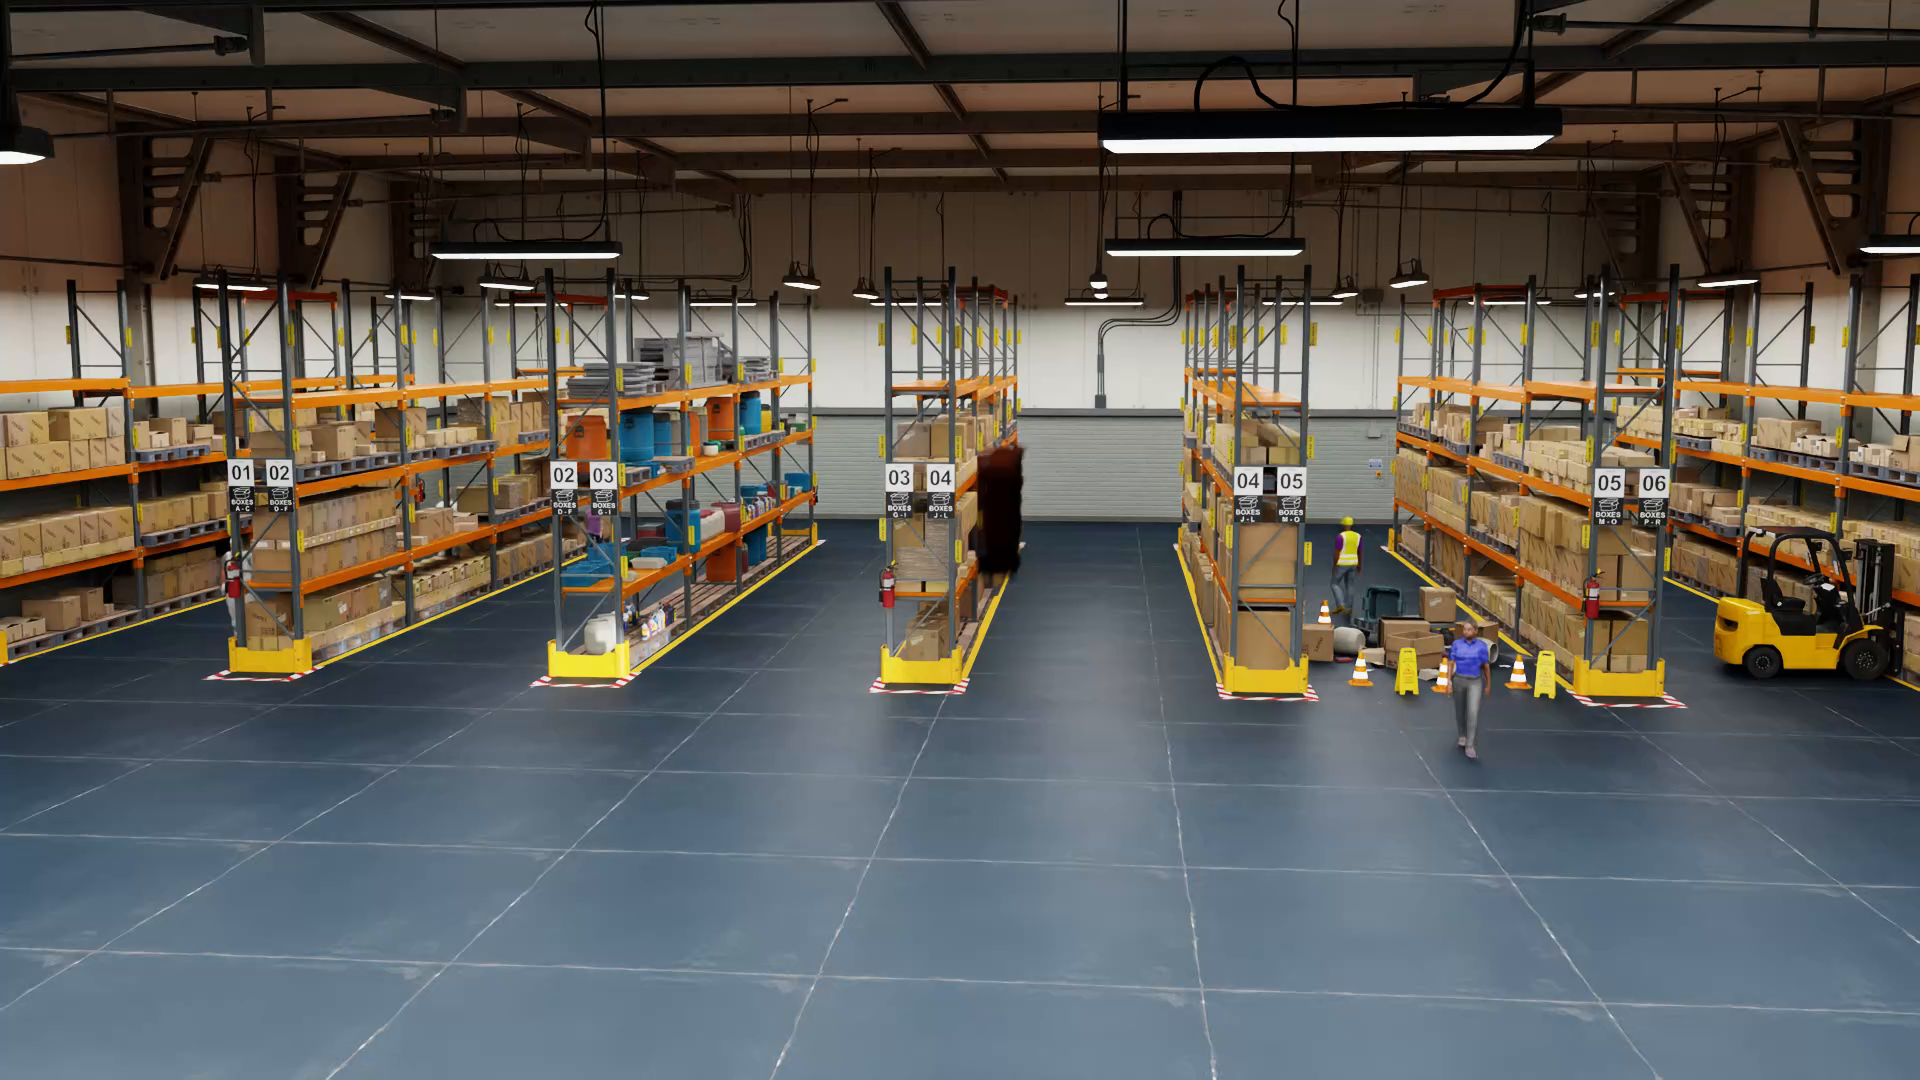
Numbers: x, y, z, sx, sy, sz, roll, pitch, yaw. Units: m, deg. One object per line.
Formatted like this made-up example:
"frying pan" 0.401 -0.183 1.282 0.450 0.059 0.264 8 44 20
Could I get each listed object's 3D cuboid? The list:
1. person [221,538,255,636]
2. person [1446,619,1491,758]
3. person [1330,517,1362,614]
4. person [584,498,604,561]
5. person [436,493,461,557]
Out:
"person" -11.985 0.773 27.727 0.624 1.766 0.699 -1 7 -10
"person" 6.118 1.763 20.082 0.484 1.593 0.948 4 8 28
"person" 7.020 0.469 30.237 0.609 1.787 0.403 -3 7 -20
"person" -7.938 -0.160 36.032 0.446 1.540 0.972 0 7 3
"person" -10.996 -0.204 35.608 0.706 1.719 1.102 1 7 6
